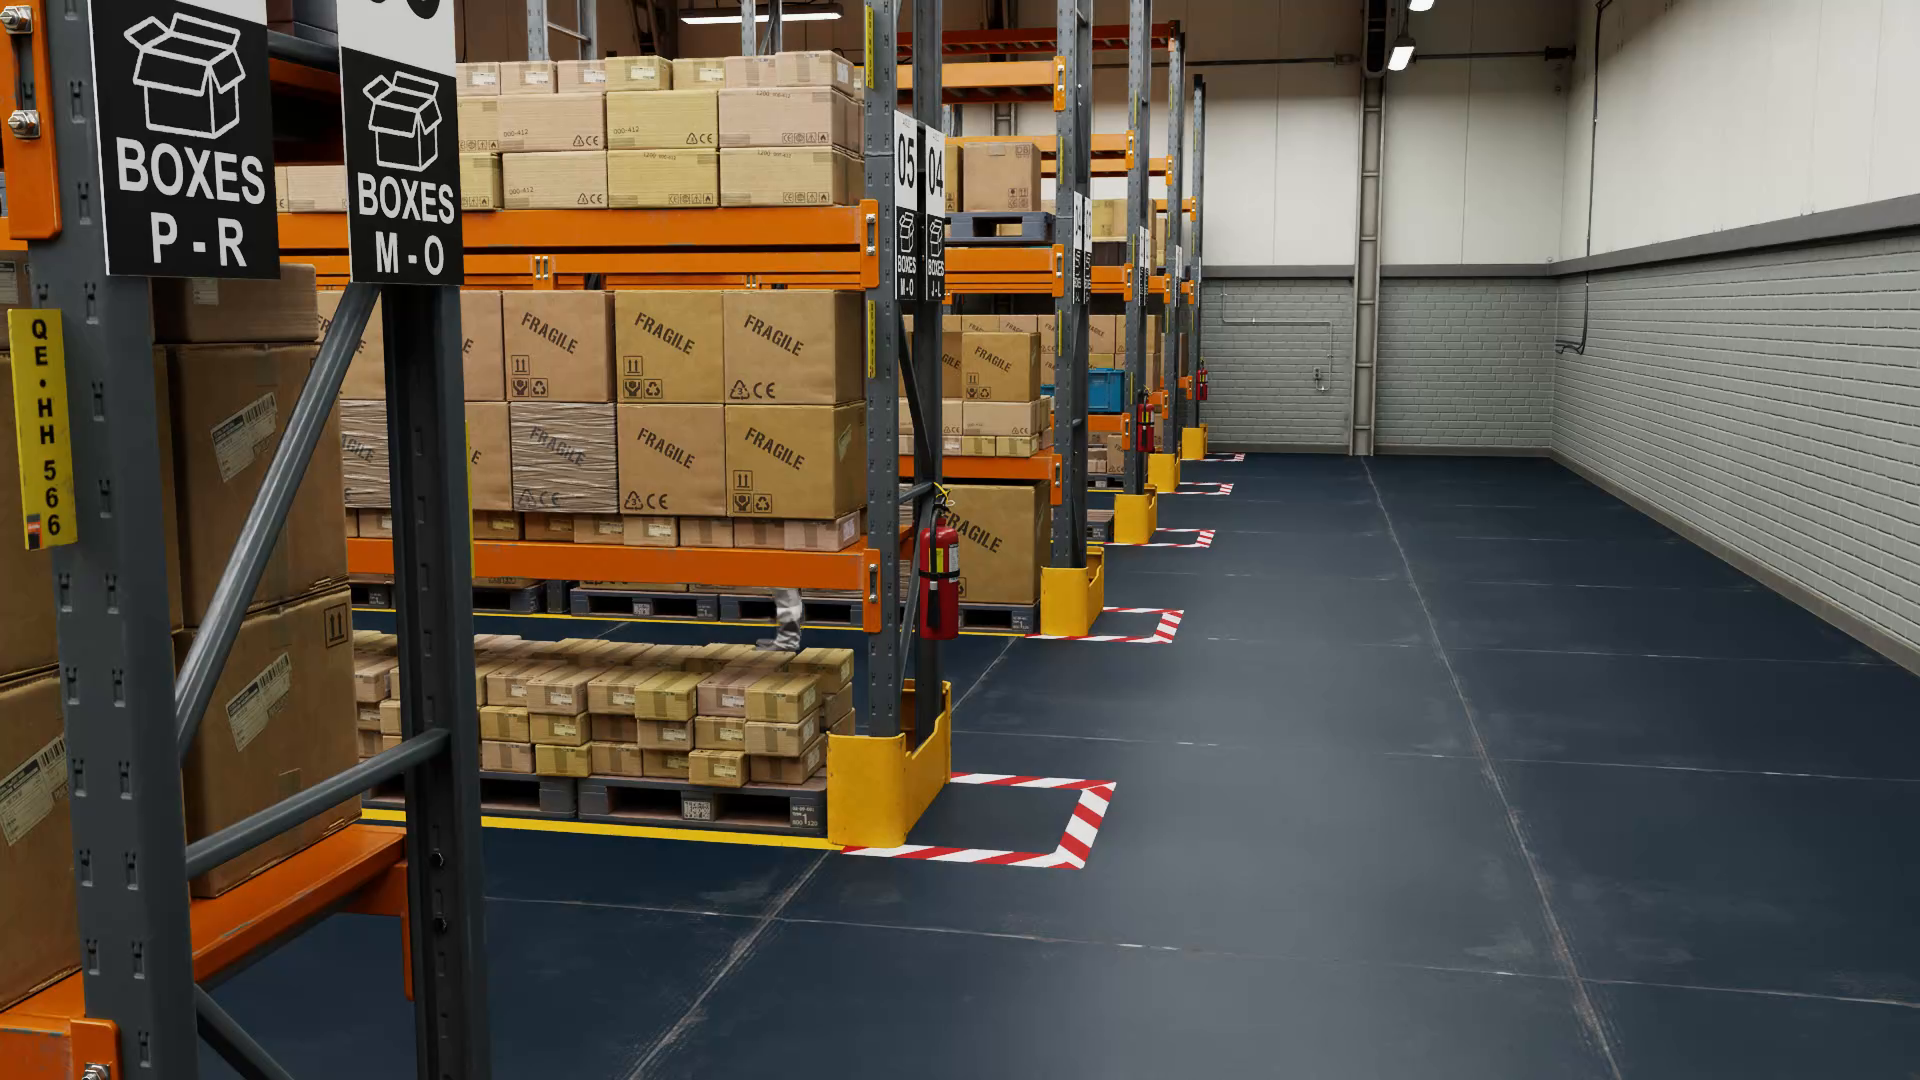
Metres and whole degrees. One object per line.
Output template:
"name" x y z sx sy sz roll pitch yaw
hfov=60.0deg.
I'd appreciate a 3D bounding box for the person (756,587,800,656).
"person" -1.278 -0.097 11.411 0.552 1.793 0.515 0 8 2
